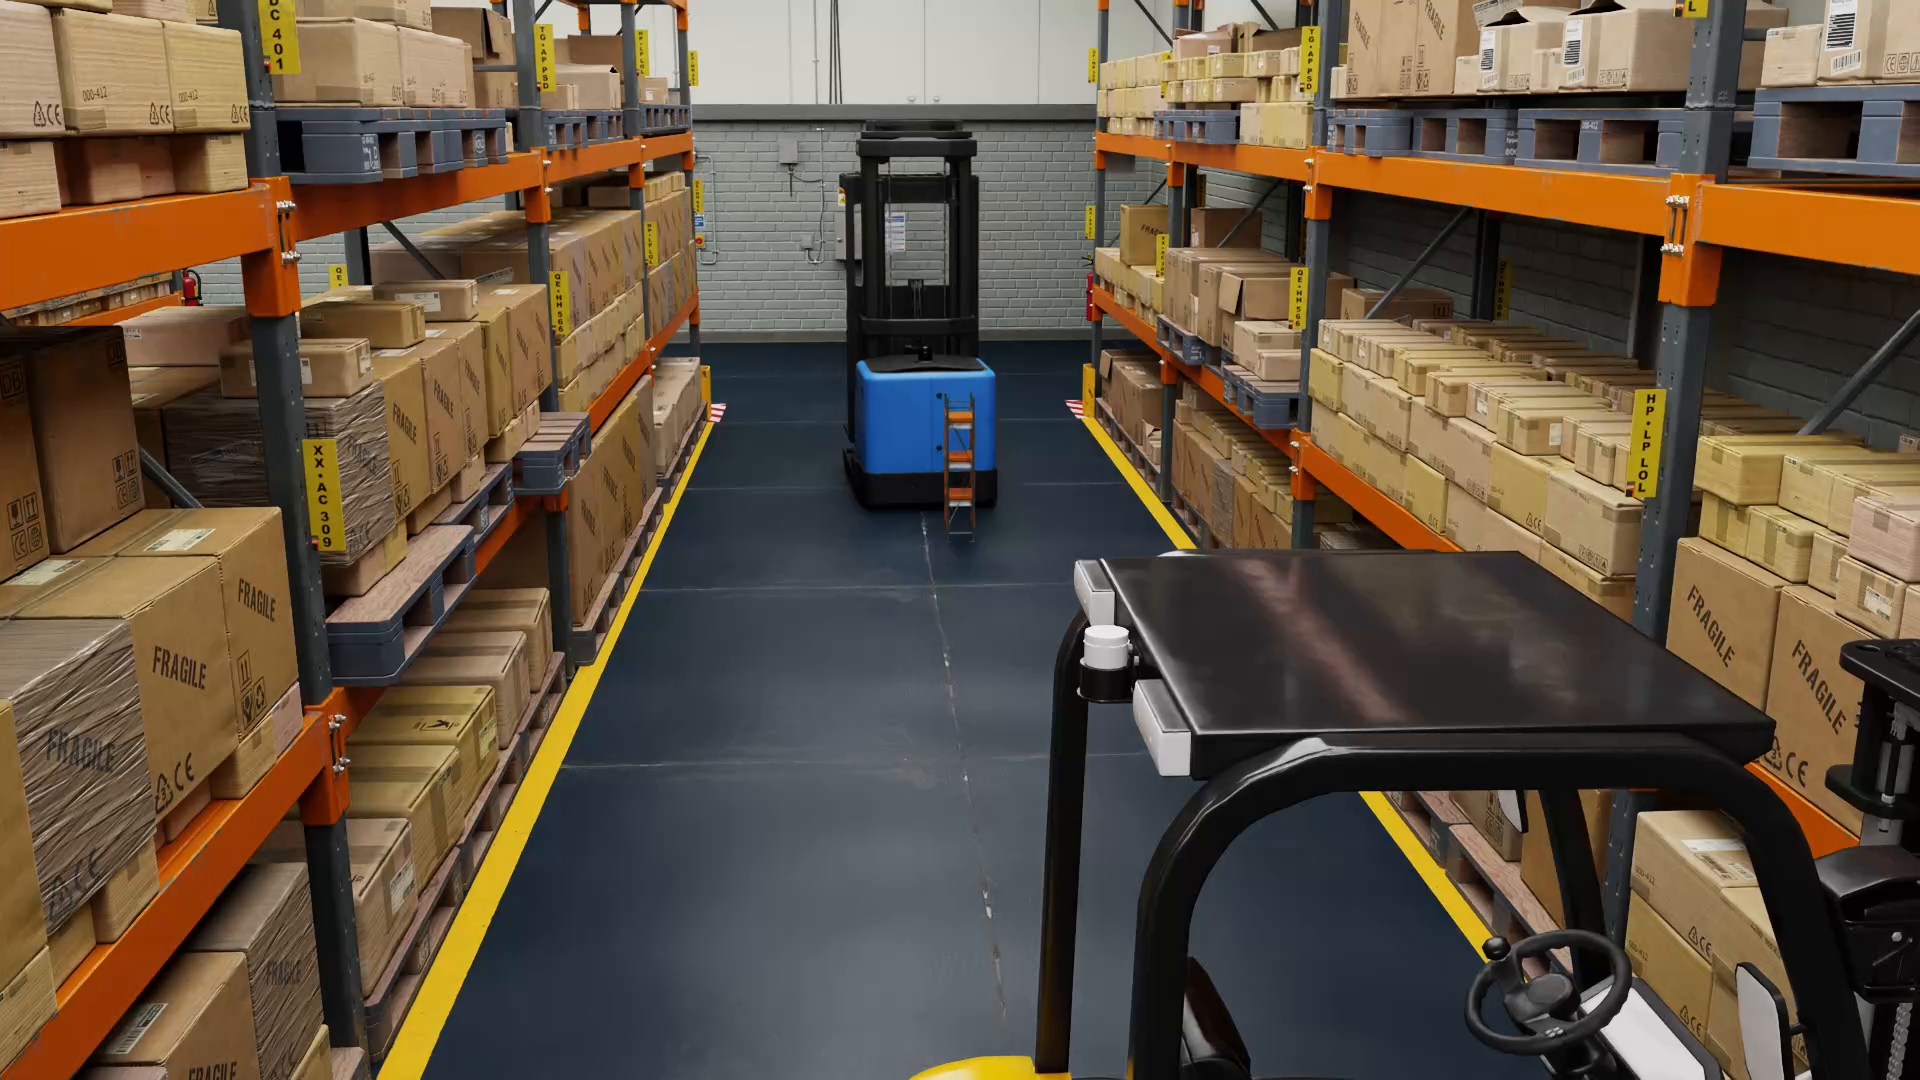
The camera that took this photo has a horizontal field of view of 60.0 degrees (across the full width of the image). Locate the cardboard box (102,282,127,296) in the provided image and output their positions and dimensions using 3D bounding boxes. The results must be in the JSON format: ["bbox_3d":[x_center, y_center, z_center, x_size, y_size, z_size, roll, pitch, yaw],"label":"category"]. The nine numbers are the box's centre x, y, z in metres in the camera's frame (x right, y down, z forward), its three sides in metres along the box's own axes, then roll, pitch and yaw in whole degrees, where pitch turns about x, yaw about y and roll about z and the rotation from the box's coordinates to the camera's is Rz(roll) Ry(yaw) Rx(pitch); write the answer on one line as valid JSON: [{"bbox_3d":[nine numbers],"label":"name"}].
[{"bbox_3d":[-7.691,-2.411,14.580,0.500,0.500,0.500,-1,14,-3],"label":"cardboard box"}]

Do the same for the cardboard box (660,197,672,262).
[{"bbox_3d":[-2.695,-2.595,13.886,0.500,0.500,0.500,-1,14,-2],"label":"cardboard box"}]

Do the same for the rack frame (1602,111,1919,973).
[{"bbox_3d":[2.588,0.225,5.133,1.000,3.000,0.127,-1,14,-3],"label":"rack frame"}]

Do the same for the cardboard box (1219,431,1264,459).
[{"bbox_3d":[1.992,-0.655,11.423,0.380,0.149,0.250,0,14,-1],"label":"cardboard box"}]

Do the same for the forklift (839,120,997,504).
[{"bbox_3d":[-0.424,-2.014,13.971,1.130,2.935,3.031,-2,15,-8],"label":"forklift"}]

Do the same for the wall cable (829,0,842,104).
[{"bbox_3d":[-0.210,-7.060,21.333,2.988,3.039,0.133,-1,14,-3],"label":"wall cable"}]

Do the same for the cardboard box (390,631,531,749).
[{"bbox_3d":[-2.535,0.701,7.713,0.950,0.372,0.625,-1,14,-5],"label":"cardboard box"}]

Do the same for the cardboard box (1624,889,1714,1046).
[{"bbox_3d":[2.310,1.236,4.875,0.500,0.250,0.500,-1,14,-4],"label":"cardboard box"}]

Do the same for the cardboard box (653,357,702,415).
[{"bbox_3d":[-2.969,-1.482,16.065,0.875,0.438,0.875,-1,14,-5],"label":"cardboard box"}]

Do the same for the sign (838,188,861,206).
[{"bbox_3d":[-1.445,-4.531,21.958,0.339,0.242,0.001,-1,14,-3],"label":"sign"}]

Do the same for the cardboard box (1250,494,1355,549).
[{"bbox_3d":[2.079,0.011,10.138,0.500,0.500,0.500,-1,14,-4],"label":"cardboard box"}]

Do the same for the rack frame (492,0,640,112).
[{"bbox_3d":[-2.862,-4.593,11.817,1.000,3.000,0.127,-1,14,-3],"label":"rack frame"}]

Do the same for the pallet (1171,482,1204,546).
[{"bbox_3d":[2.180,-0.213,12.429,1.003,0.211,1.213,-1,14,-3],"label":"pallet"}]

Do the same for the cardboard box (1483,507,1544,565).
[{"bbox_3d":[2.259,0.051,6.108,0.500,0.250,0.500,-1,14,-4],"label":"cardboard box"}]

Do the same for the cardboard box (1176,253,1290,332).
[{"bbox_3d":[1.931,-1.764,11.819,0.700,0.500,0.500,-1,14,-3],"label":"cardboard box"}]

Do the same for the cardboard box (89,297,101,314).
[{"bbox_3d":[-7.750,-2.060,14.518,0.380,0.149,0.250,-1,15,-6],"label":"cardboard box"}]

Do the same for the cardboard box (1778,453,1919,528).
[{"bbox_3d":[2.435,-0.135,4.430,0.380,0.149,0.250,-1,14,-3],"label":"cardboard box"}]

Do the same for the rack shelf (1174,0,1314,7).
[{"bbox_3d":[2.216,-3.631,10.324,1.077,0.370,4.000,-1,14,-3],"label":"rack shelf"}]

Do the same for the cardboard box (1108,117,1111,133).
[{"bbox_3d":[1.632,-4.008,16.067,0.380,0.149,0.250,-1,14,-2],"label":"cardboard box"}]

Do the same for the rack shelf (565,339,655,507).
[{"bbox_3d":[-2.738,-0.841,10.721,1.077,0.370,4.000,-1,14,-3],"label":"rack shelf"}]

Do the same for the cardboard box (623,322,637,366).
[{"bbox_3d":[-2.552,-1.380,11.672,0.500,0.250,0.500,-1,14,-4],"label":"cardboard box"}]

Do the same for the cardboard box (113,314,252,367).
[{"bbox_3d":[-2.676,-0.690,5.747,0.380,0.149,0.250,-1,14,-5],"label":"cardboard box"}]

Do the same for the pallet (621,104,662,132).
[{"bbox_3d":[-2.902,-3.301,12.993,1.003,0.211,1.213,-1,14,-3],"label":"pallet"}]

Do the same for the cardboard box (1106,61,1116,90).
[{"bbox_3d":[1.634,-4.285,15.341,0.500,0.250,0.500,-1,14,-4],"label":"cardboard box"}]

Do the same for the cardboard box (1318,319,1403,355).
[{"bbox_3d":[2.066,-1.049,8.580,0.380,0.149,0.250,0,14,-2],"label":"cardboard box"}]

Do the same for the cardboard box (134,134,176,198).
[{"bbox_3d":[-2.114,-0.891,3.953,0.380,0.149,0.250,-1,14,-3],"label":"cardboard box"}]

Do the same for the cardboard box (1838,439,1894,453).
[{"bbox_3d":[2.780,-0.228,5.392,0.380,0.149,0.250,-1,14,-5],"label":"cardboard box"}]

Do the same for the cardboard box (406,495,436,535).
[{"bbox_3d":[-2.160,-0.118,6.126,0.380,0.149,0.250,-1,14,-3],"label":"cardboard box"}]

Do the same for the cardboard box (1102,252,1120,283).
[{"bbox_3d":[1.635,-2.589,15.771,0.500,0.250,0.500,-1,14,-3],"label":"cardboard box"}]

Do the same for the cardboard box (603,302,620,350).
[{"bbox_3d":[-2.467,-1.371,10.632,0.500,0.250,0.500,-1,14,-2],"label":"cardboard box"}]

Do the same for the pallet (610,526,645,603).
[{"bbox_3d":[-2.660,0.158,10.988,1.003,0.211,1.213,-1,14,-3],"label":"pallet"}]

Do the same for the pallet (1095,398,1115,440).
[{"bbox_3d":[1.899,-1.192,16.235,1.003,0.211,1.213,-1,14,-3],"label":"pallet"}]

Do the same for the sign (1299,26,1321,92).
[{"bbox_3d":[1.798,-2.465,8.530,0.100,0.325,0.005,-1,14,-3],"label":"sign"}]

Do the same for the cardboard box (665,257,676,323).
[{"bbox_3d":[-2.681,-2.105,13.989,0.500,0.500,0.500,-1,14,-3],"label":"cardboard box"}]

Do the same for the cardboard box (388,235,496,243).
[{"bbox_3d":[-2.947,-1.477,9.540,0.500,0.500,0.500,-1,14,-2],"label":"cardboard box"}]

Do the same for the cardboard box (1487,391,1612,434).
[{"bbox_3d":[2.246,-0.474,6.348,0.380,0.149,0.250,-1,14,-5],"label":"cardboard box"}]

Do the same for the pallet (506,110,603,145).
[{"bbox_3d":[-2.779,-2.491,10.047,1.003,0.211,1.213,0,14,-1],"label":"pallet"}]

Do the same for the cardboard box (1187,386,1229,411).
[{"bbox_3d":[1.913,-1.059,12.396,0.380,0.149,0.250,-2,15,-6],"label":"cardboard box"}]

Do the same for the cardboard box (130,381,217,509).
[{"bbox_3d":[-2.624,-0.205,5.162,0.500,0.500,0.500,-1,14,-4],"label":"cardboard box"}]

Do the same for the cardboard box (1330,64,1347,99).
[{"bbox_3d":[2.058,-2.270,8.234,0.380,0.166,0.250,-1,14,-4],"label":"cardboard box"}]

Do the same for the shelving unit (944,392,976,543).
[{"bbox_3d":[-0.003,-0.522,11.947,0.215,1.050,0.252,-1,14,-3],"label":"shelving unit"}]

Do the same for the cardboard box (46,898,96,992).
[{"bbox_3d":[-1.990,0.816,3.339,0.380,0.149,0.250,-1,14,-4],"label":"cardboard box"}]

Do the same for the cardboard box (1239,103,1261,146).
[{"bbox_3d":[2.003,-2.523,10.095,0.500,0.250,0.500,-1,14,-3],"label":"cardboard box"}]

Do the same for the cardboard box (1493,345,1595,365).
[{"bbox_3d":[2.668,-0.800,7.613,0.380,0.149,0.250,-1,14,-4],"label":"cardboard box"}]

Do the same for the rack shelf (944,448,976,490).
[{"bbox_3d":[-0.003,-0.511,11.950,0.215,0.259,0.240,-1,14,-3],"label":"rack shelf"}]

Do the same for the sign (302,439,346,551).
[{"bbox_3d":[-1.825,-0.127,4.763,0.100,0.325,0.005,-1,14,-3],"label":"sign"}]

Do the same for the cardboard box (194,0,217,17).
[{"bbox_3d":[-2.529,-1.665,4.914,0.500,0.250,0.500,-1,14,-2],"label":"cardboard box"}]

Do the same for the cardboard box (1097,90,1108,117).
[{"bbox_3d":[1.599,-4.169,15.894,0.500,0.250,0.500,-1,14,-4],"label":"cardboard box"}]

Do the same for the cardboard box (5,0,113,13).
[{"bbox_3d":[-1.962,-1.147,3.350,0.380,0.149,0.250,0,14,-2],"label":"cardboard box"}]

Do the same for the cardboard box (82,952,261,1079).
[{"bbox_3d":[-2.028,1.337,3.981,0.500,0.500,0.500,-1,14,-2],"label":"cardboard box"}]

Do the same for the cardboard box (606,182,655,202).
[{"bbox_3d":[-2.666,-2.806,13.402,0.380,0.149,0.250,-1,14,-4],"label":"cardboard box"}]
